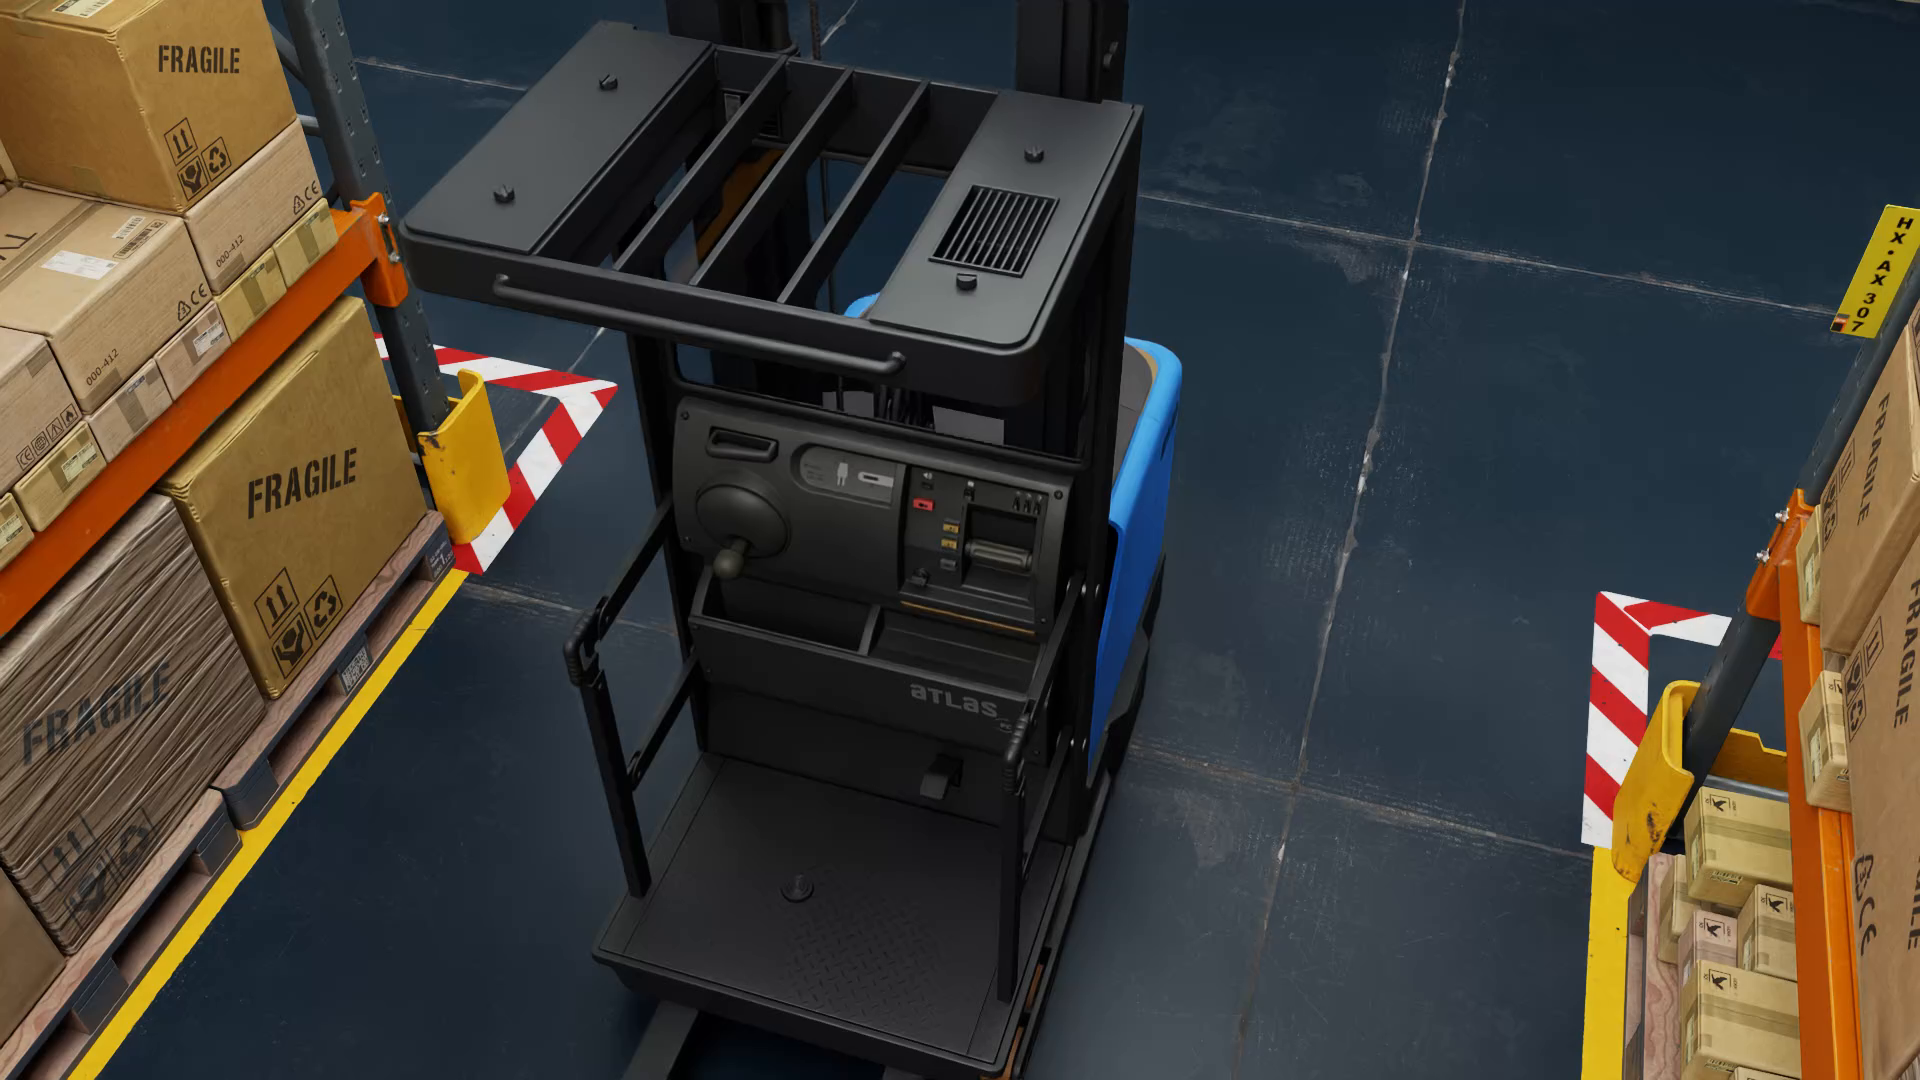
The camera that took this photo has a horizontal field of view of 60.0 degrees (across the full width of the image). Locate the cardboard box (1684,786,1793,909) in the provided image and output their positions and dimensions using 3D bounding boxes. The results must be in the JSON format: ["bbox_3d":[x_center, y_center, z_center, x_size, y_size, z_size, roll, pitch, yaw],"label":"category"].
[{"bbox_3d":[2.015,0.786,4.115,0.380,0.149,0.250,11,45,11],"label":"cardboard box"}]

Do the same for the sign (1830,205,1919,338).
[{"bbox_3d":[1.980,-0.572,3.571,0.100,0.325,0.005,13,46,13],"label":"sign"}]

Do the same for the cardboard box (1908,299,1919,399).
[{"bbox_3d":[2.108,-0.404,3.019,0.500,0.500,0.500,12,46,12],"label":"cardboard box"}]

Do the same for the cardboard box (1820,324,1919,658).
[{"bbox_3d":[2.098,-0.049,3.371,0.500,0.500,0.500,15,46,14],"label":"cardboard box"}]

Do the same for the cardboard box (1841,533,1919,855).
[{"bbox_3d":[1.960,0.313,3.001,0.500,0.500,0.500,13,46,13],"label":"cardboard box"}]

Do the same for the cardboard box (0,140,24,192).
[{"bbox_3d":[-2.602,-1.055,4.578,0.500,0.250,0.500,11,46,11],"label":"cardboard box"}]

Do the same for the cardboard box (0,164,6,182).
[{"bbox_3d":[-2.753,-0.990,3.976,0.500,0.500,0.500,12,46,12],"label":"cardboard box"}]

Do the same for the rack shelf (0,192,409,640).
[{"bbox_3d":[-2.805,0.325,3.788,1.077,0.370,4.000,13,46,13],"label":"rack shelf"}]

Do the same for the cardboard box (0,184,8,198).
[{"bbox_3d":[-2.753,-0.708,4.223,0.500,0.250,0.500,12,46,12],"label":"cardboard box"}]

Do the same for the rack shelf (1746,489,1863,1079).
[{"bbox_3d":[1.892,1.443,2.645,1.077,0.370,4.000,13,46,13],"label":"rack shelf"}]

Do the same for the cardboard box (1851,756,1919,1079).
[{"bbox_3d":[1.800,0.637,2.670,0.500,0.500,0.500,13,46,13],"label":"cardboard box"}]

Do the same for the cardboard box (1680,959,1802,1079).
[{"bbox_3d":[1.848,1.136,3.757,0.380,0.149,0.250,12,46,12],"label":"cardboard box"}]

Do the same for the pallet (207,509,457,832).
[{"bbox_3d":[-2.367,0.281,5.312,1.003,0.211,1.213,13,46,13],"label":"pallet"}]

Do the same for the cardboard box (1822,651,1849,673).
[{"bbox_3d":[2.049,0.267,3.512,0.380,0.149,0.250,14,46,14],"label":"cardboard box"}]

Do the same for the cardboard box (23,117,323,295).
[{"bbox_3d":[-2.093,-0.939,4.459,0.500,0.250,0.500,12,46,12],"label":"cardboard box"}]

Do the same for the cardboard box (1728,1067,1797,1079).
[{"bbox_3d":[1.851,1.319,3.570,0.380,0.149,0.250,10,45,11],"label":"cardboard box"}]

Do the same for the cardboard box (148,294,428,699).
[{"bbox_3d":[-2.317,-0.213,5.042,0.875,0.875,0.875,13,46,13],"label":"cardboard box"}]

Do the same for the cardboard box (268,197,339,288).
[{"bbox_3d":[-1.993,-0.869,4.673,0.380,0.149,0.250,13,46,13],"label":"cardboard box"}]

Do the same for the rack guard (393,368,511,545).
[{"bbox_3d":[-2.192,-0.388,5.789,1.175,0.500,0.348,13,46,13],"label":"rack guard"}]

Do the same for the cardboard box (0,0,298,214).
[{"bbox_3d":[-2.096,-1.206,4.196,0.500,0.500,0.500,13,46,13],"label":"cardboard box"}]

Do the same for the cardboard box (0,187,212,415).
[{"bbox_3d":[-2.247,-0.601,4.114,0.500,0.250,0.500,12,46,12],"label":"cardboard box"}]

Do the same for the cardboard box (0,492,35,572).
[{"bbox_3d":[-2.379,-0.015,3.800,0.380,0.149,0.250,13,46,13],"label":"cardboard box"}]

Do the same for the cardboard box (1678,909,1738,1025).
[{"bbox_3d":[1.957,1.080,4.027,0.380,0.149,0.250,12,46,12],"label":"cardboard box"}]

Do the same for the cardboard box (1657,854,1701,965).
[{"bbox_3d":[2.034,1.003,4.319,0.380,0.149,0.250,13,46,13],"label":"cardboard box"}]

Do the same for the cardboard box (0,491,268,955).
[{"bbox_3d":[-2.592,0.394,4.422,0.875,0.875,0.875,13,46,13],"label":"cardboard box"}]

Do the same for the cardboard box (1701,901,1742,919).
[{"bbox_3d":[2.094,0.910,4.201,0.380,0.149,0.250,14,46,14],"label":"cardboard box"}]

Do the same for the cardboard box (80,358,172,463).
[{"bbox_3d":[-2.224,-0.361,4.154,0.380,0.149,0.250,13,46,13],"label":"cardboard box"}]

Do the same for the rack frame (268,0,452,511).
[{"bbox_3d":[-2.199,-1.266,4.899,1.000,3.000,0.127,13,46,13],"label":"rack frame"}]

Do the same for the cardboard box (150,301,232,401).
[{"bbox_3d":[-2.148,-0.527,4.324,0.380,0.149,0.250,13,46,13],"label":"cardboard box"}]

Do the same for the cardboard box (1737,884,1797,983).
[{"bbox_3d":[2.046,0.995,3.901,0.380,0.149,0.250,13,46,13],"label":"cardboard box"}]

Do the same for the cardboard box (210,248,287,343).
[{"bbox_3d":[-2.070,-0.695,4.495,0.380,0.149,0.250,13,46,13],"label":"cardboard box"}]

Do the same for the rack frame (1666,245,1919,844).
[{"bbox_3d":[2.497,-0.148,3.756,1.000,3.000,0.127,13,46,13],"label":"rack frame"}]

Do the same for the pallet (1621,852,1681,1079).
[{"bbox_3d":[2.195,1.434,4.134,1.003,0.211,1.213,13,46,13],"label":"pallet"}]

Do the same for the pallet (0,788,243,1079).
[{"bbox_3d":[-2.738,1.091,4.484,1.003,0.211,1.213,13,46,12],"label":"pallet"}]

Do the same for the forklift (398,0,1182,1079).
[{"bbox_3d":[-0.276,0.042,3.611,1.130,2.935,3.031,13,46,12],"label":"forklift"}]

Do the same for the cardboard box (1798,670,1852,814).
[{"bbox_3d":[1.917,0.435,3.340,0.380,0.149,0.250,11,46,11],"label":"cardboard box"}]

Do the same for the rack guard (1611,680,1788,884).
[{"bbox_3d":[2.474,0.796,4.579,1.175,0.500,0.348,13,46,13],"label":"rack guard"}]

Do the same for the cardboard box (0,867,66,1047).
[{"bbox_3d":[-2.862,0.987,3.815,0.875,0.875,0.875,13,46,13],"label":"cardboard box"}]

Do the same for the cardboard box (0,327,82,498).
[{"bbox_3d":[-2.401,-0.262,3.767,0.500,0.250,0.500,11,45,11],"label":"cardboard box"}]

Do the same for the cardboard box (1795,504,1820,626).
[{"bbox_3d":[2.087,0.089,3.694,0.380,0.149,0.250,12,46,12],"label":"cardboard box"}]

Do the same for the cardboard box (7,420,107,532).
[{"bbox_3d":[-2.301,-0.188,3.977,0.380,0.149,0.250,12,46,12],"label":"cardboard box"}]
